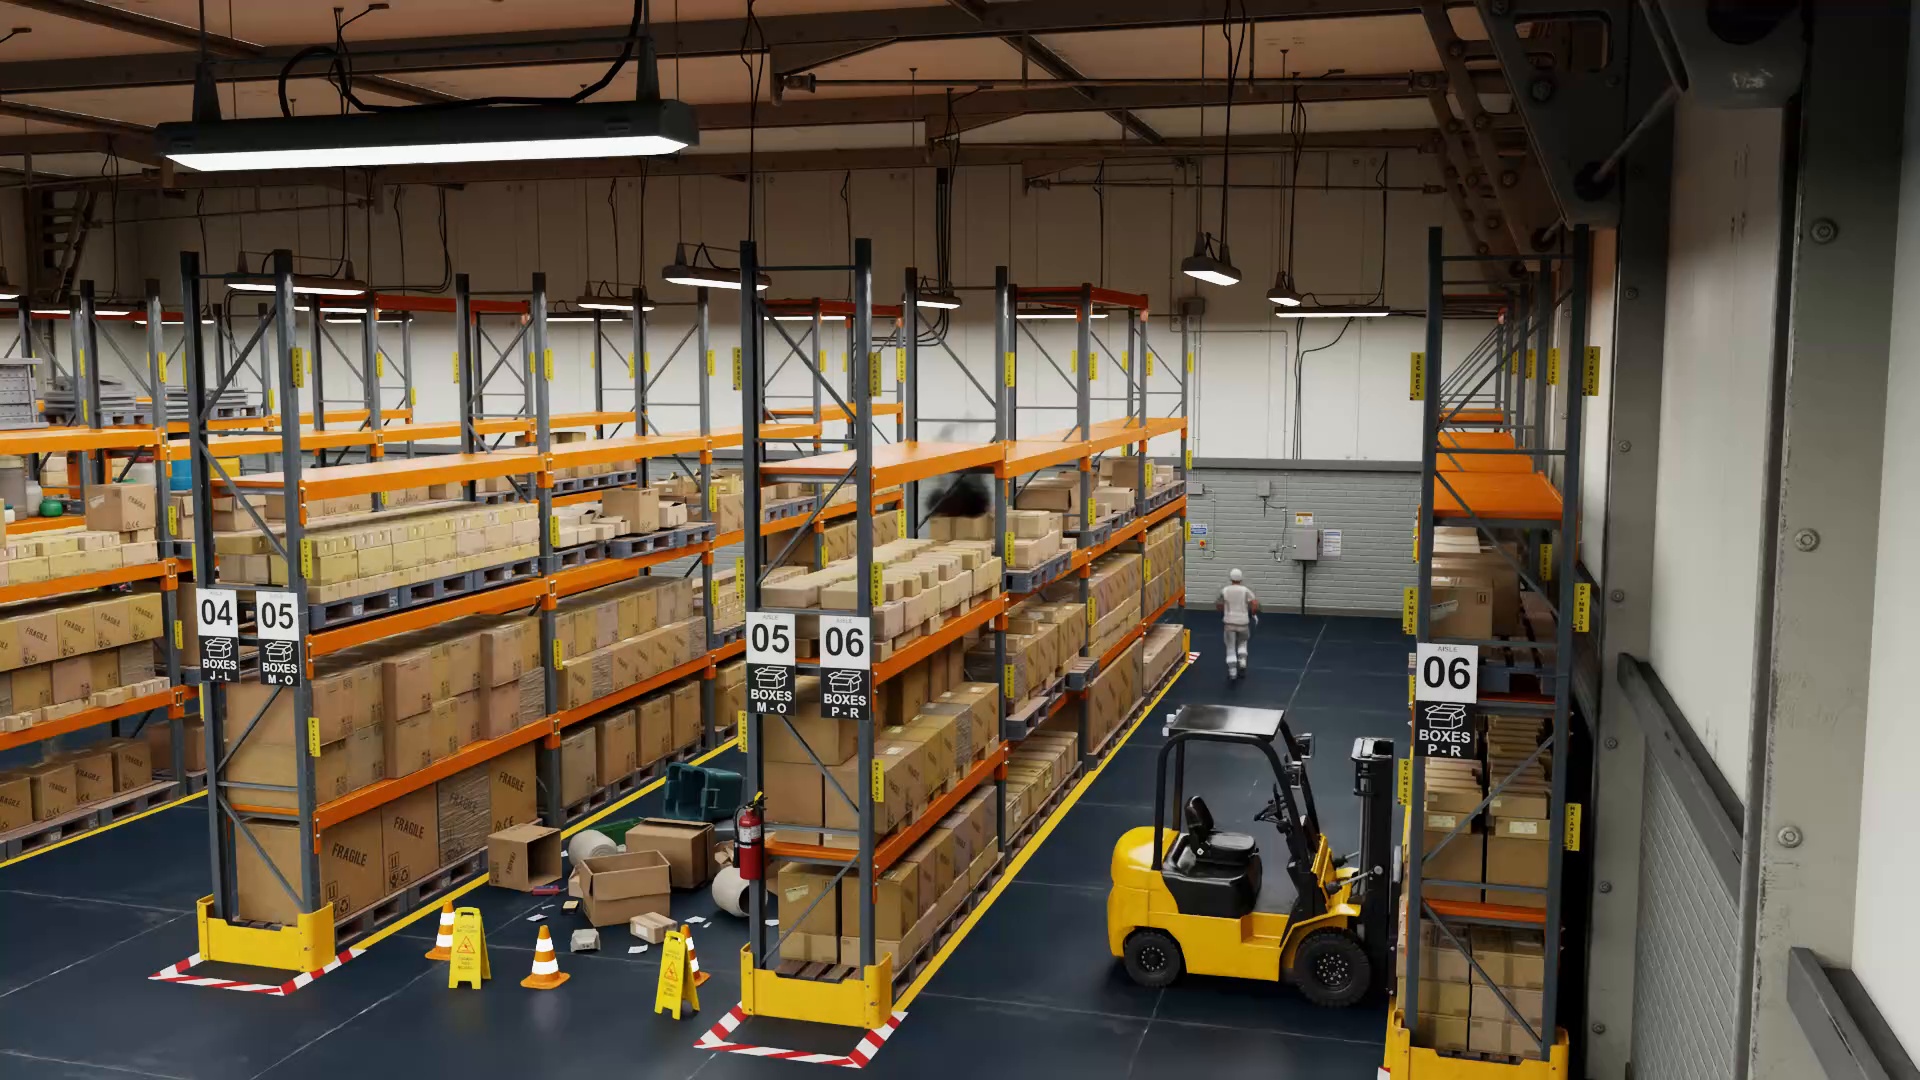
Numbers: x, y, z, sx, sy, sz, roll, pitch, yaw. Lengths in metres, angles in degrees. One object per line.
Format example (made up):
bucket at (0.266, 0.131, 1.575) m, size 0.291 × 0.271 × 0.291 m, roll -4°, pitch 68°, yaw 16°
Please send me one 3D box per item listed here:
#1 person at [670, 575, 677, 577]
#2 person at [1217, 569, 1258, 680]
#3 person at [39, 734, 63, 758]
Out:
person at (-4.400, 1.423, 25.738) m, size 0.658 × 1.777 × 0.828 m, roll 2°, pitch 7°, yaw 18°
person at (4.393, 1.329, 26.373) m, size 0.654 × 1.781 × 0.698 m, roll 1°, pitch 6°, yaw 8°
person at (-11.494, 2.006, 20.859) m, size 0.607 × 1.656 × 0.561 m, roll 0°, pitch 6°, yaw -1°
